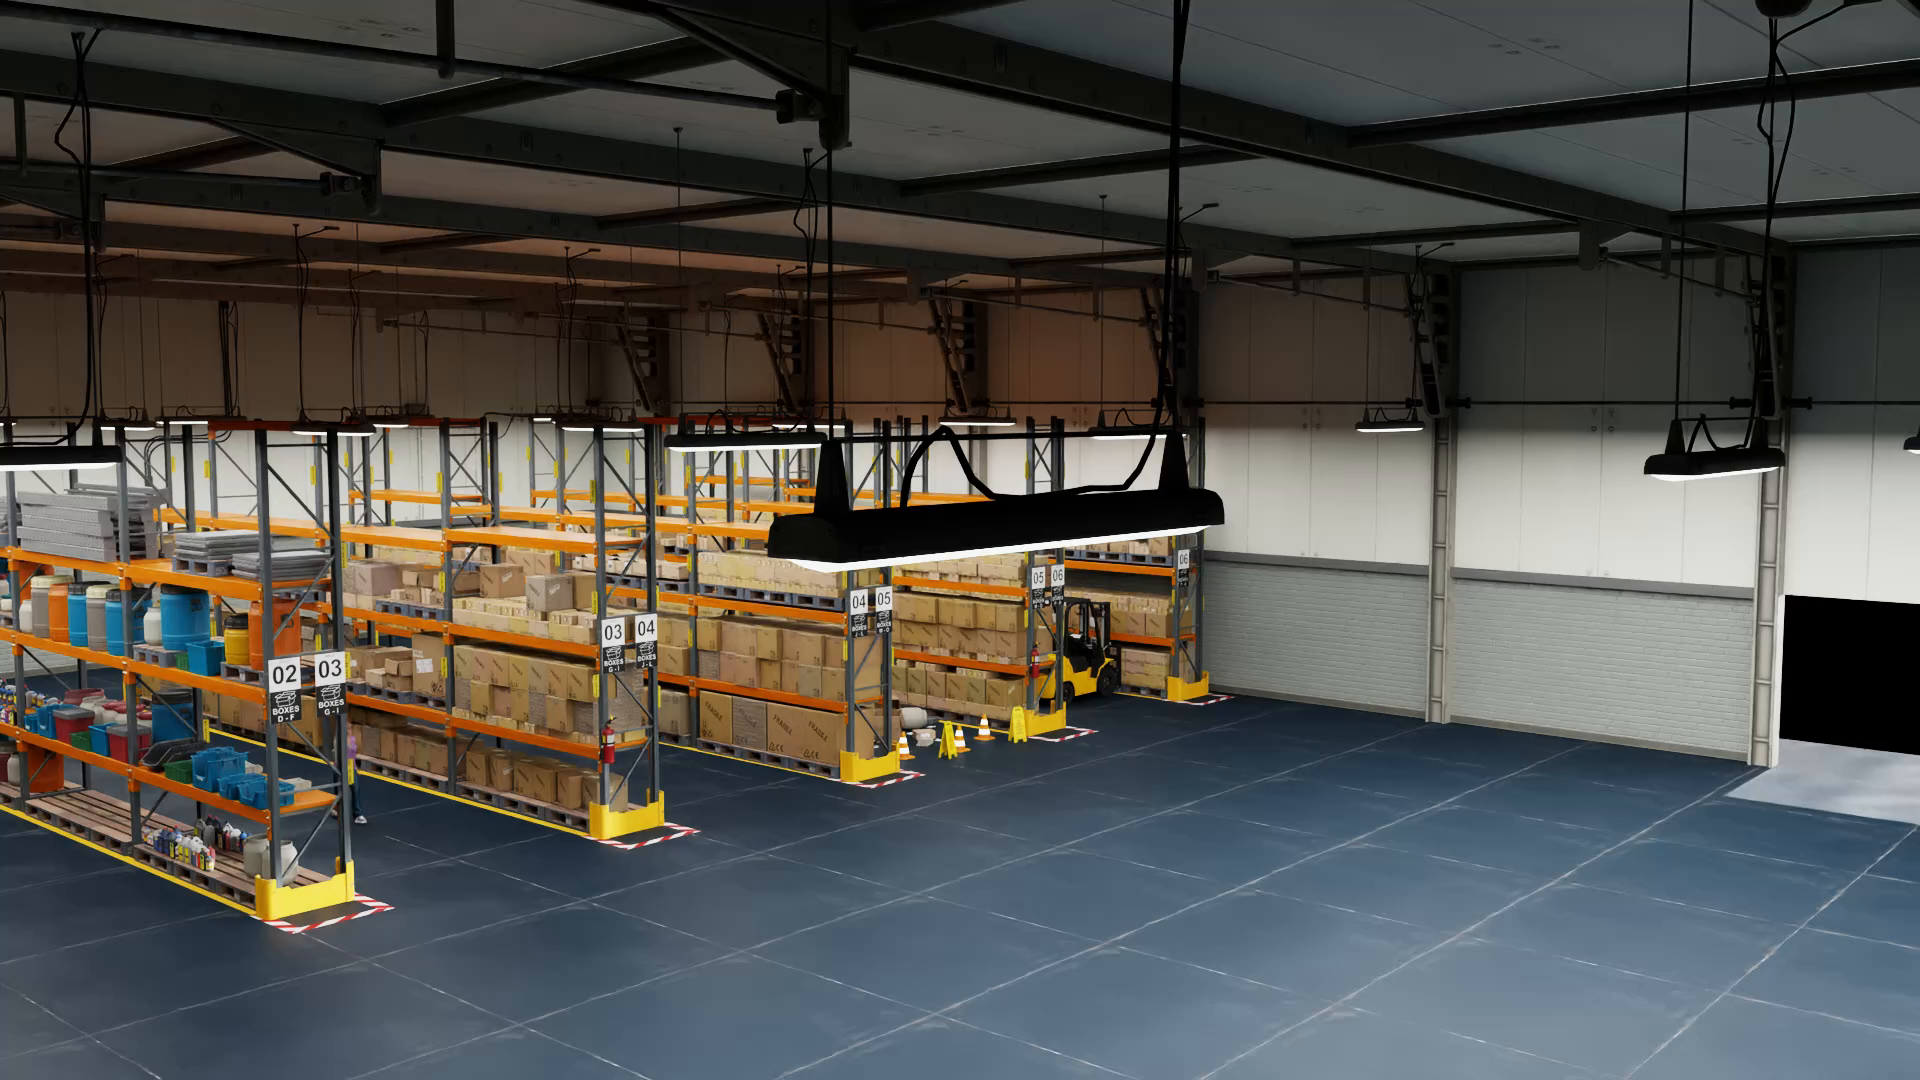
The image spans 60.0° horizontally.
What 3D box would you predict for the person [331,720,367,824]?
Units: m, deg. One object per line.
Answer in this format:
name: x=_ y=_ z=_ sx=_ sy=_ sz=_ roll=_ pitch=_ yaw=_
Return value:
person: x=-9.234 y=3.475 z=25.095 sx=0.986 sy=1.517 sz=0.401 roll=5 pitch=7 yaw=44
